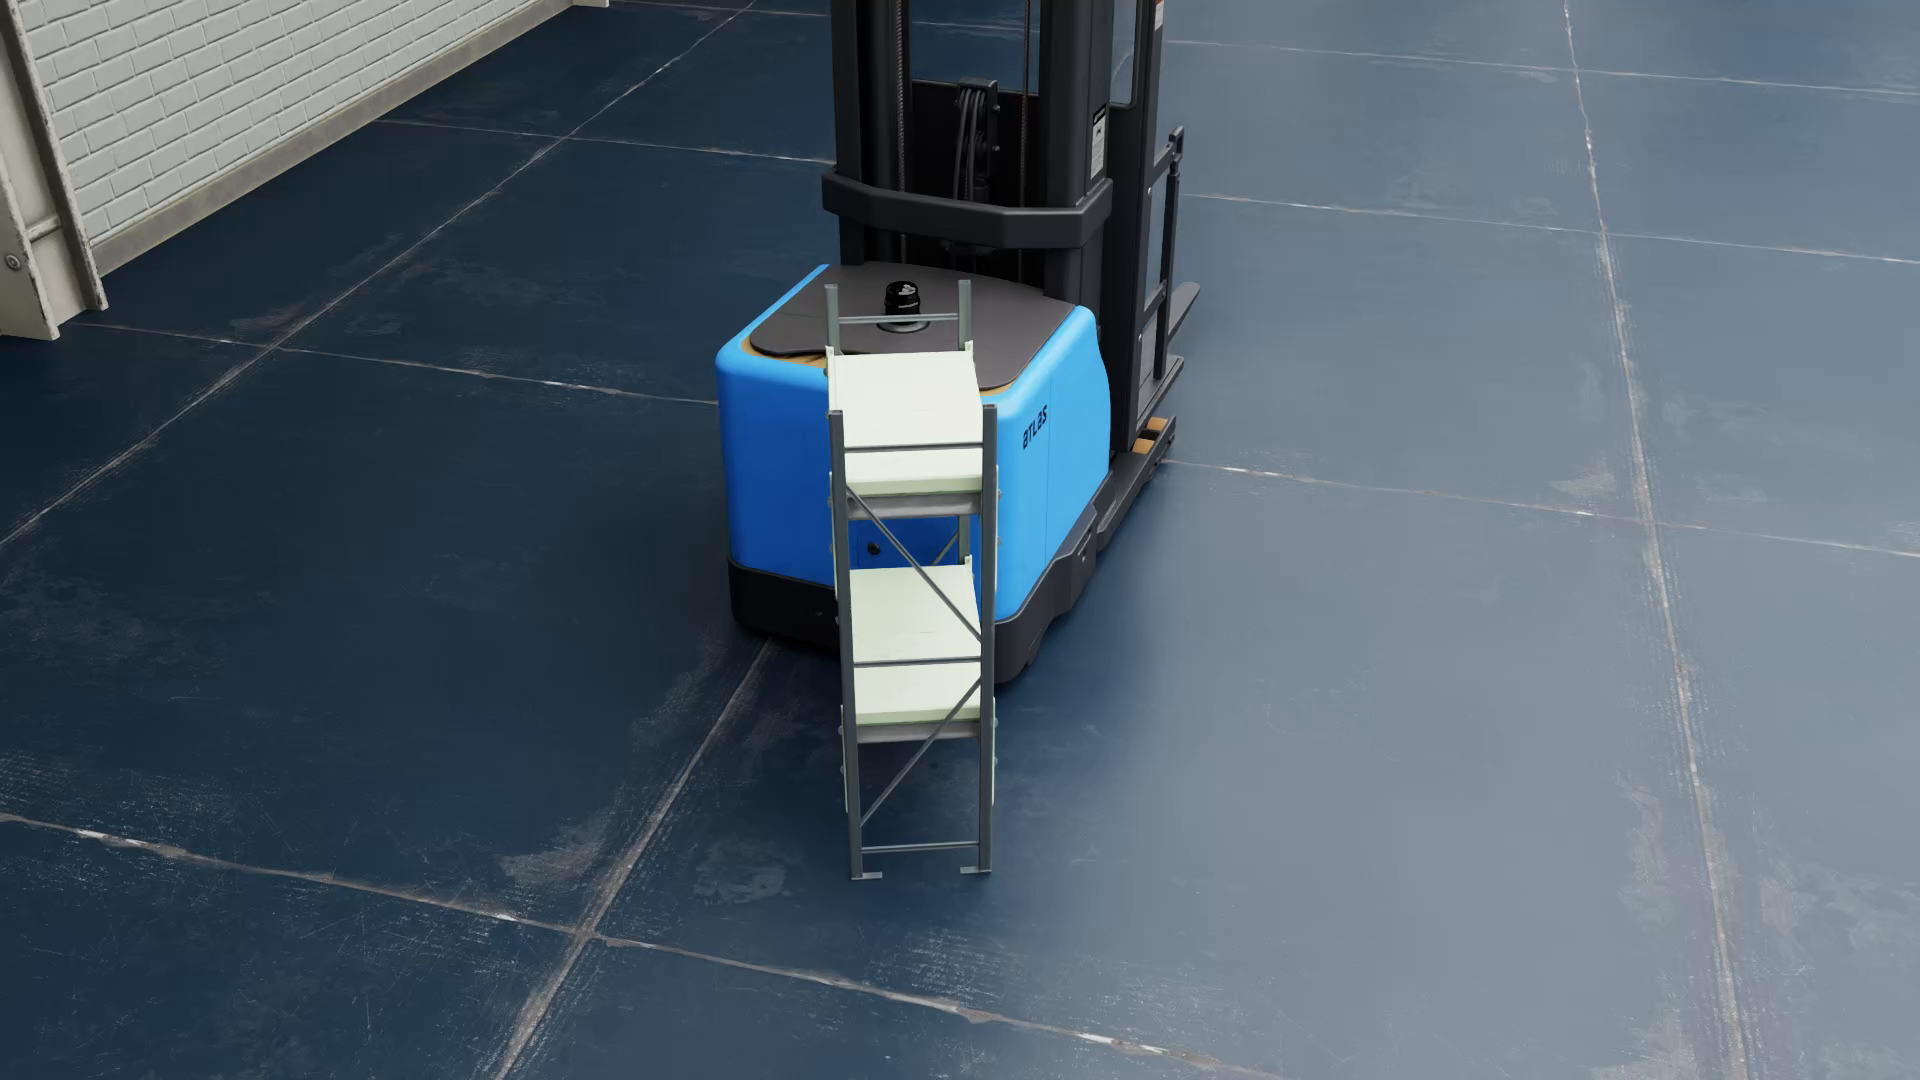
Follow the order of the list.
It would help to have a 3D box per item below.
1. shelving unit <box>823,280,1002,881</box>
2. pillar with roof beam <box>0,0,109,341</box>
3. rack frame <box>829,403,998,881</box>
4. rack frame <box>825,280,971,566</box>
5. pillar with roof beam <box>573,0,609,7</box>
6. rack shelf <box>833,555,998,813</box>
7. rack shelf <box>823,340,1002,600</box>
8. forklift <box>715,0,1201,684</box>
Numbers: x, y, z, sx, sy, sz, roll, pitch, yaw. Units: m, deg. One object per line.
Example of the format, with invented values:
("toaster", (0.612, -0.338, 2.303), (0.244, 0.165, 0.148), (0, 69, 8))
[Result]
("shelving unit", (-0.141, 0.126, 4.654), (0.431, 1.500, 0.755), (-3, 33, -4))
("pillar with roof beam", (-0.138, -4.259, 4.561), (9.100, 9.000, 0.400), (8, 33, 12))
("rack frame", (-0.111, 0.322, 4.346), (0.400, 1.500, 0.023), (-3, 33, -4))
("rack frame", (-0.171, -0.070, 4.961), (0.400, 1.500, 0.023), (-3, 33, -4))
("pillar with roof beam", (1.384, -7.372, 9.459), (9.100, 9.000, 0.400), (8, 33, 12))
("rack shelf", (-0.141, 0.401, 4.828), (0.431, 0.370, 0.720), (-3, 33, -4))
("rack shelf", (-0.141, -0.203, 4.444), (0.431, 0.370, 0.720), (-3, 33, -4))
("forklift", (0.234, -1.550, 5.955), (1.130, 2.935, 3.031), (12, 34, 18))
